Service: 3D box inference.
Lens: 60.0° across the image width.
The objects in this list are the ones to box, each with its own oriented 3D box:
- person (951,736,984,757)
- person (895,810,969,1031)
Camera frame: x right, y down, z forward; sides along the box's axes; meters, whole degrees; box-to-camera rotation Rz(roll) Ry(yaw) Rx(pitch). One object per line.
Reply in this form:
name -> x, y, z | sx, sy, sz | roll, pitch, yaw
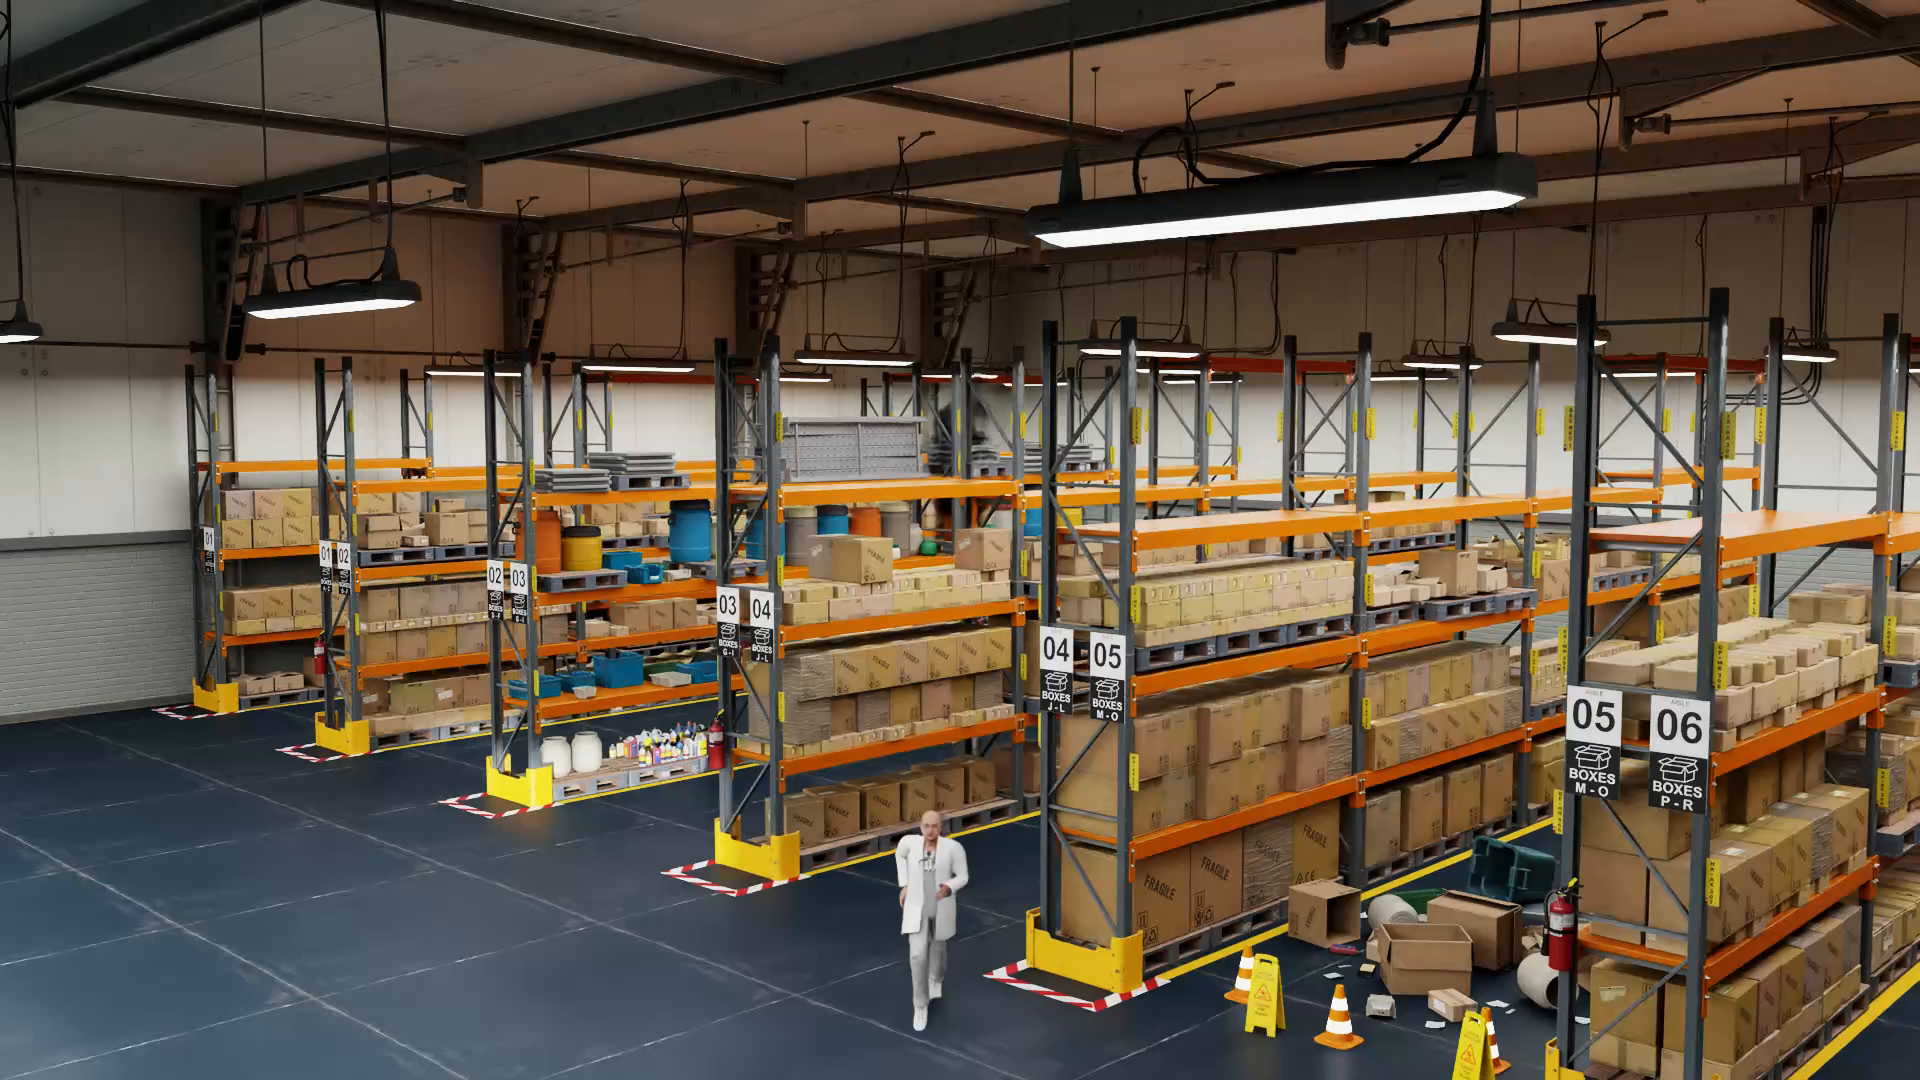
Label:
person -> 0.137, 2.483, 23.235 | 0.692, 1.740, 0.662 | 3, 5, 32
person -> -0.242, 3.196, 14.279 | 0.623, 1.826, 0.988 | 0, 4, -2
